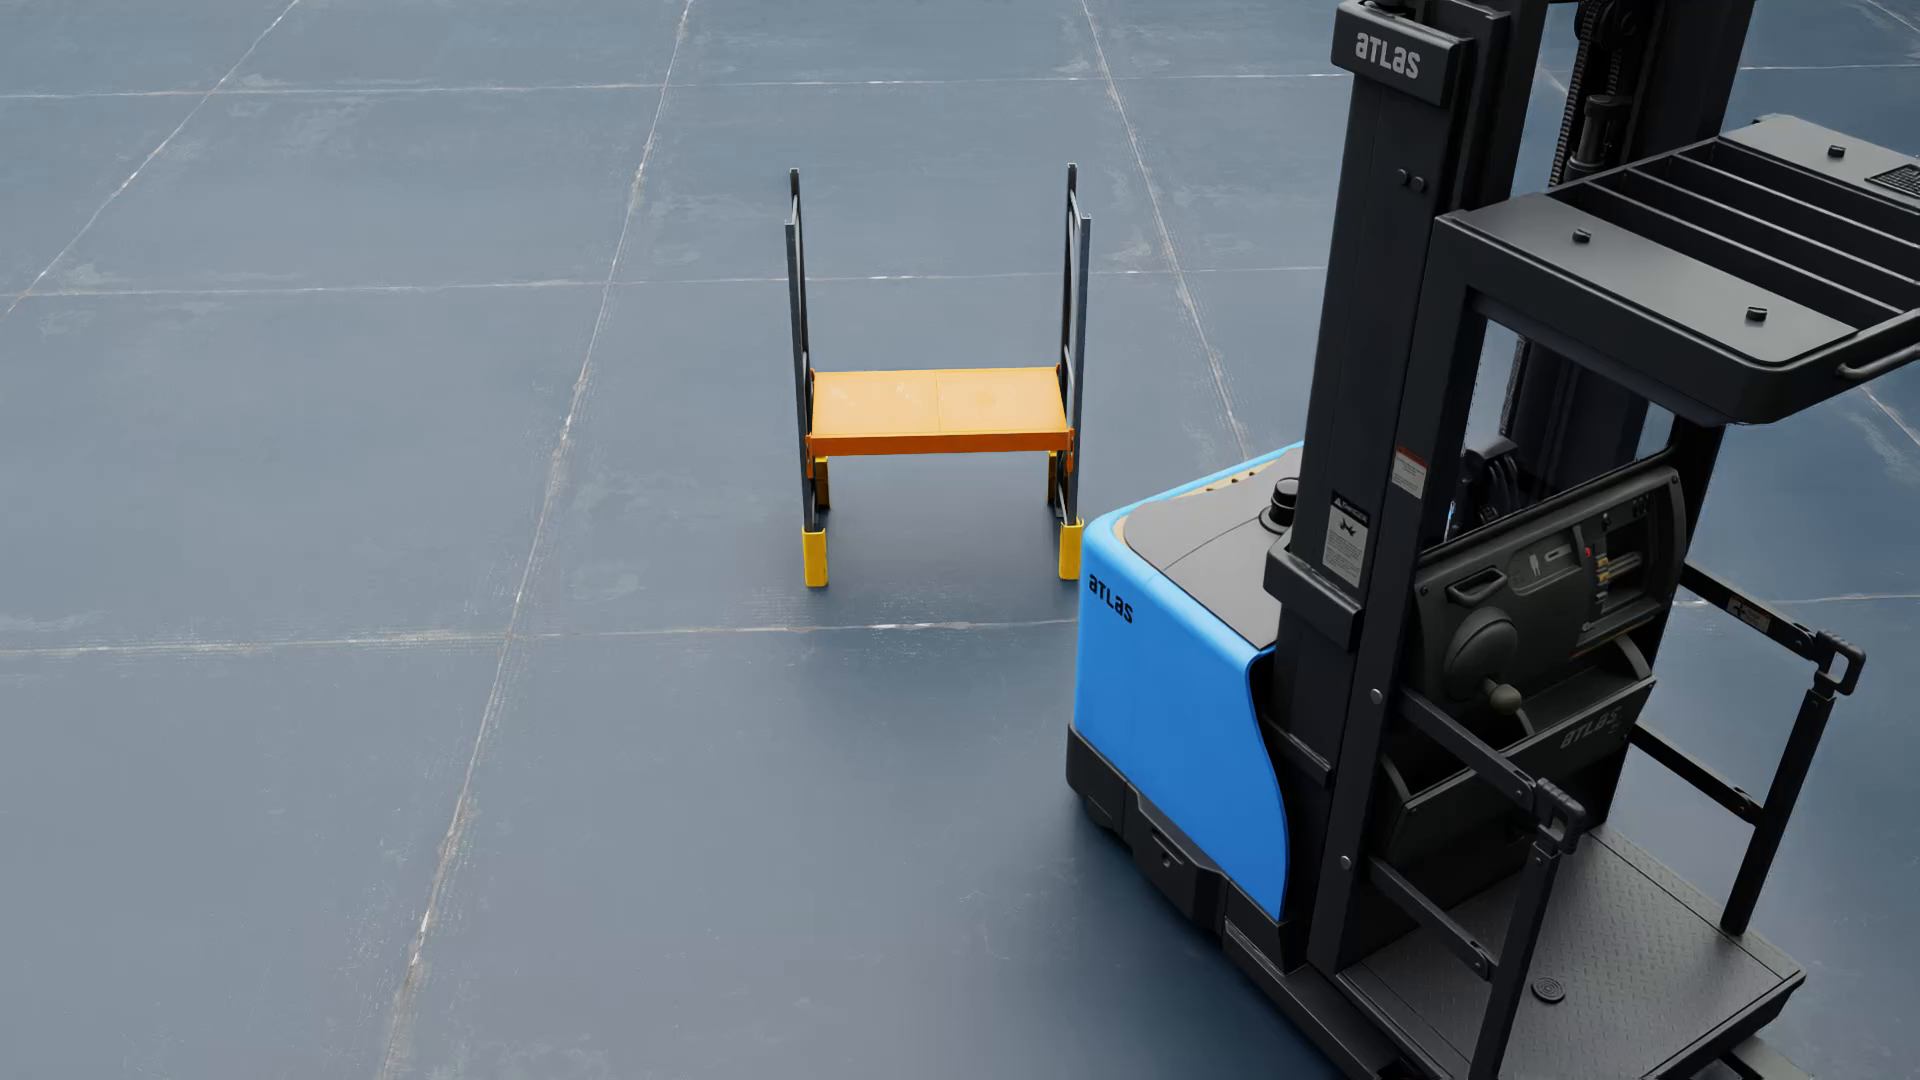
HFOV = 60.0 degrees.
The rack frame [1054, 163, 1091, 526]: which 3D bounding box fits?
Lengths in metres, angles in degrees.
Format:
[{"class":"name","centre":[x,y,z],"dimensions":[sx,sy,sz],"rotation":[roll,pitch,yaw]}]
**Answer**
[{"class":"rack frame","centre":[0.423,-0.628,6.340],"dimensions":[0.032,1.500,0.500],"rotation":[-2,35,-2]}]

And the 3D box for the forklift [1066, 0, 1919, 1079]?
[{"class":"forklift","centre":[1.565,0.182,3.911],"dimensions":[1.130,2.935,3.031],"rotation":[-20,39,-26]}]

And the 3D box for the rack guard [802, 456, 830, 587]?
[{"class":"rack guard","centre":[-0.574,-0.087,6.657],"dimensions":[0.087,0.250,0.587],"rotation":[-2,35,-2]}]

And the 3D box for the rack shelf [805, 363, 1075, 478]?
[{"class":"rack shelf","centre":[-0.085,-0.467,6.422],"dimensions":[1.000,0.185,0.538],"rotation":[-2,35,-2]}]

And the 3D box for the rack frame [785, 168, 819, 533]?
[{"class":"rack frame","centre":[-0.593,-0.601,6.300],"dimensions":[0.032,1.500,0.500],"rotation":[-2,35,-2]}]

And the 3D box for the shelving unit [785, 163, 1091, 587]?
[{"class":"shelving unit","centre":[-0.076,-0.615,6.320],"dimensions":[1.083,1.500,0.587],"rotation":[-2,35,-2]}]

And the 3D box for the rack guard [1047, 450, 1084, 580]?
[{"class":"rack guard","centre":[0.421,-0.114,6.695],"dimensions":[0.087,0.250,0.587],"rotation":[-2,35,-2]}]
